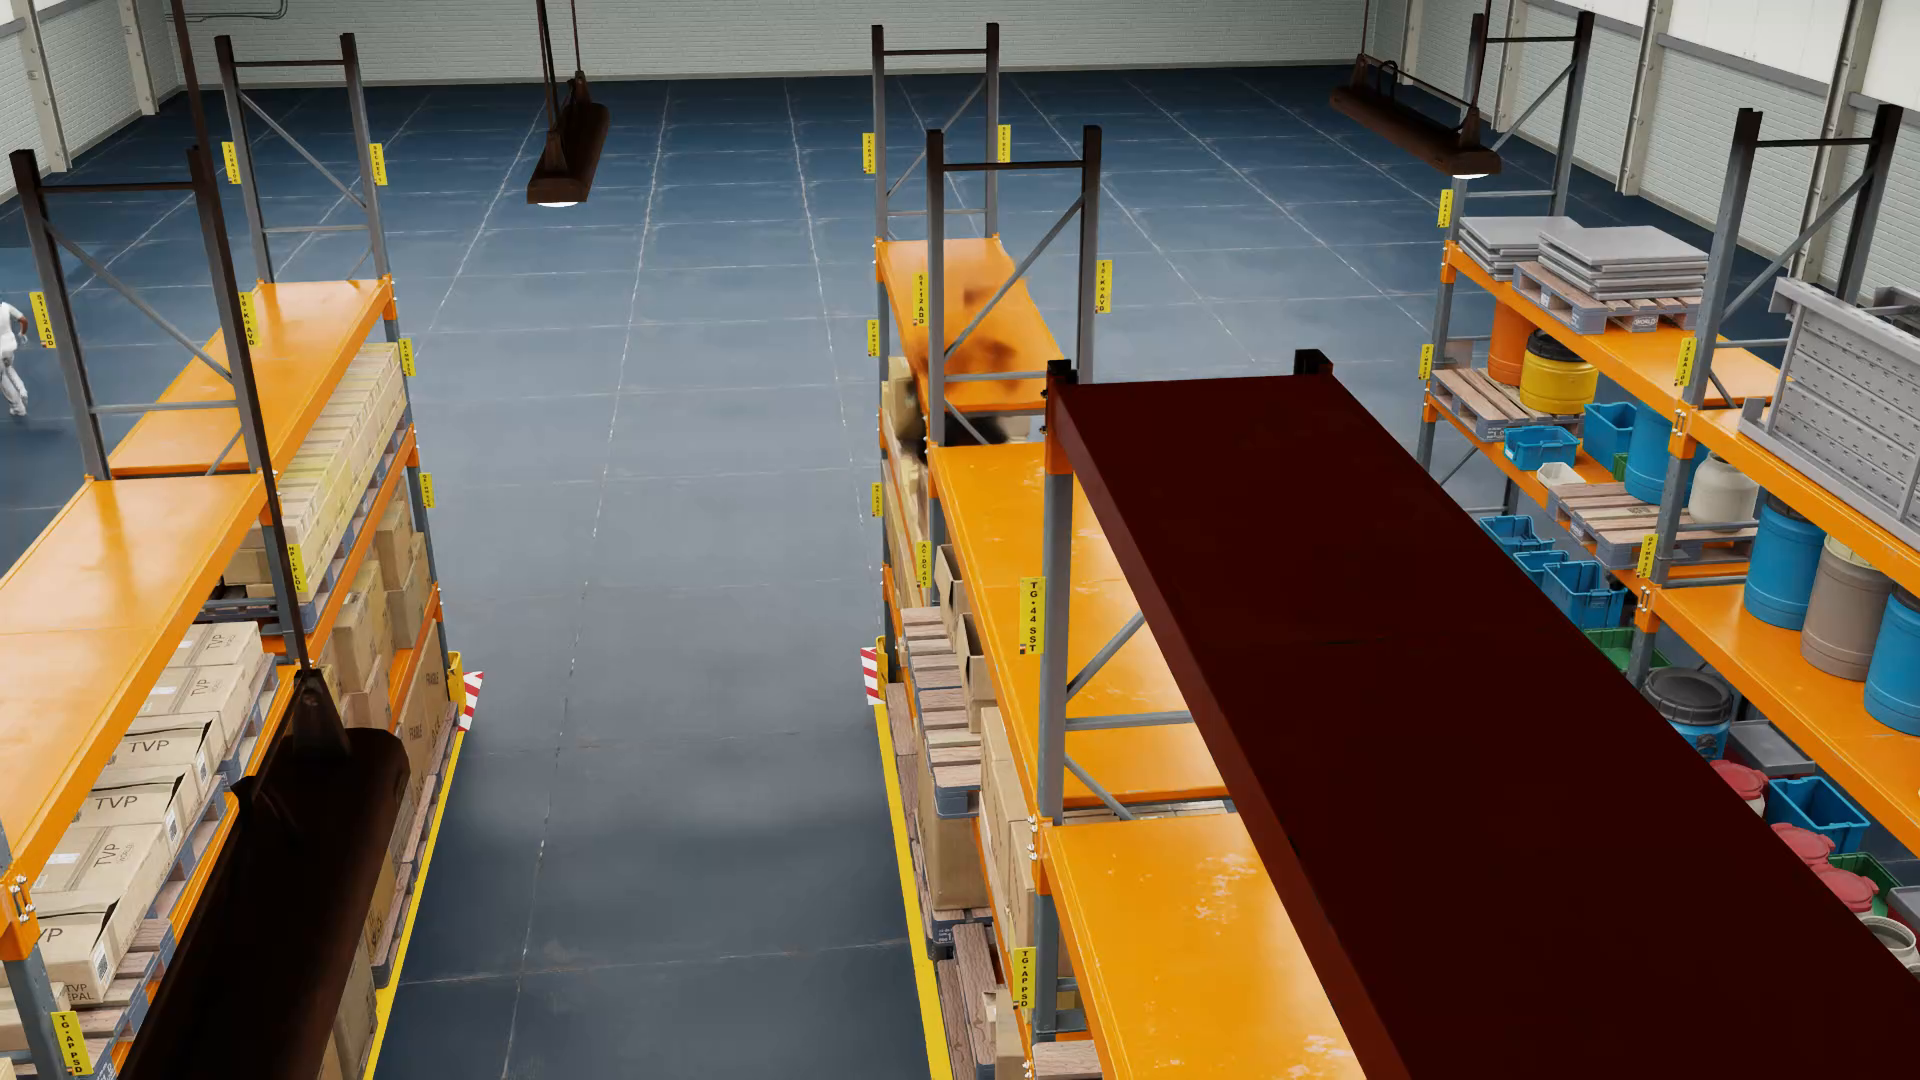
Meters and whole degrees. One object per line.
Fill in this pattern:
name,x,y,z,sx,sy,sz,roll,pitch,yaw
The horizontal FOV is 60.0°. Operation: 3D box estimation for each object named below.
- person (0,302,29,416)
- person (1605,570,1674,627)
person,-12.538,-2.499,21.679,0.683,1.764,0.662,17,30,32
person,6.203,0.549,15.393,0.631,1.722,0.626,-7,26,-15
